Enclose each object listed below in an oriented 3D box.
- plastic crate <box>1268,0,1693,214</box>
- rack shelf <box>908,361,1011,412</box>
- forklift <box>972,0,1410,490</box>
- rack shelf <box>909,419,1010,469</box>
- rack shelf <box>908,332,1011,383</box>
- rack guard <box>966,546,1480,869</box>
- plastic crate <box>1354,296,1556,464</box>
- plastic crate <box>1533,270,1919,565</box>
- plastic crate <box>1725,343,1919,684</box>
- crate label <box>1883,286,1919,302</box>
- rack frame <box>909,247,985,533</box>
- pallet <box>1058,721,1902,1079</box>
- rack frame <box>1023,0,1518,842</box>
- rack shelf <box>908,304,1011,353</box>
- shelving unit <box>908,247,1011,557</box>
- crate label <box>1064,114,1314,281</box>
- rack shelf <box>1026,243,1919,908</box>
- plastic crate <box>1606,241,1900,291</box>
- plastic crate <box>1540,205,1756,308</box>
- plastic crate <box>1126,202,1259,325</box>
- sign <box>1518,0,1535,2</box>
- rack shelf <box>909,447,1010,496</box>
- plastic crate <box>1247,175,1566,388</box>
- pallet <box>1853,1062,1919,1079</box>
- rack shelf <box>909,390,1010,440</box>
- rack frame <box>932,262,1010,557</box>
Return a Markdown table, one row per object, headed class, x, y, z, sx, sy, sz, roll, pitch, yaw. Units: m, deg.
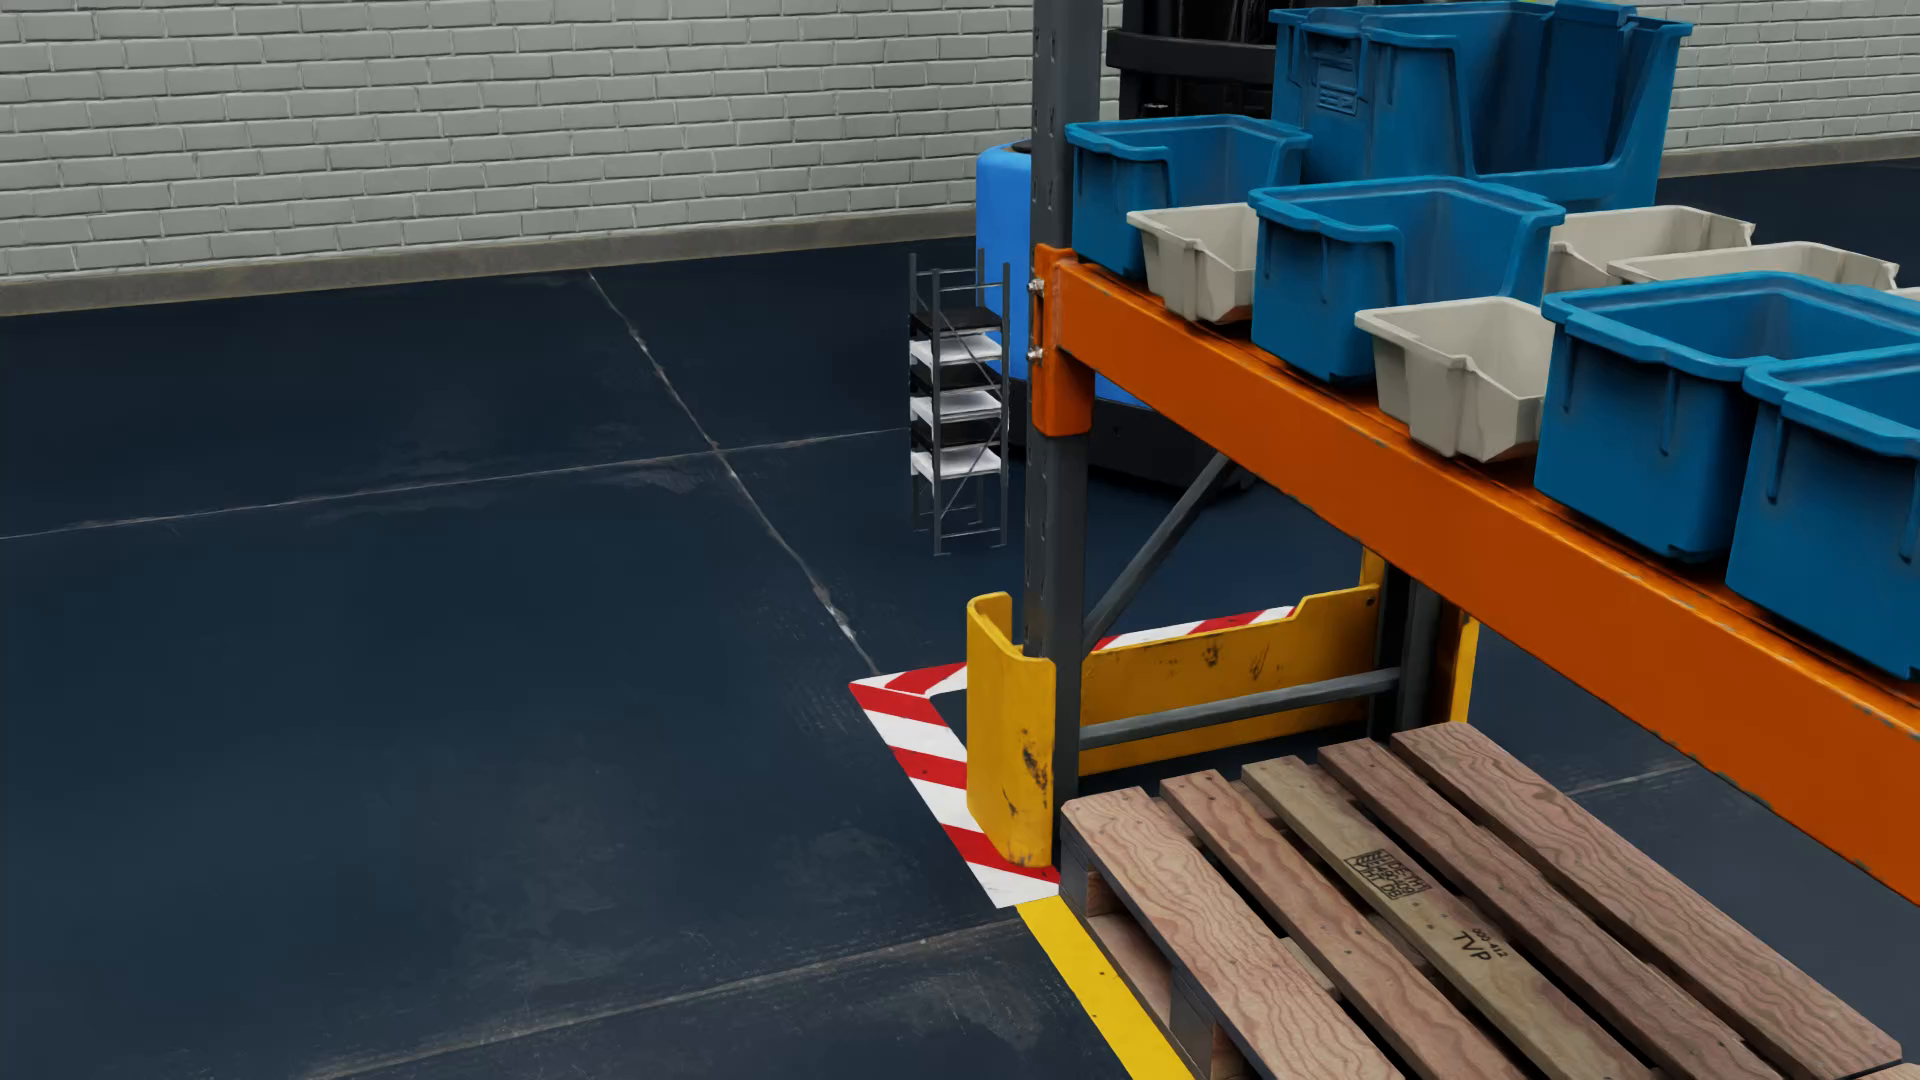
| class | x | y | z | sx | sy | sz | roll | pitch | yaw |
| --- | --- | --- | --- | --- | --- | --- | --- | --- | --- |
| plastic crate | 0.917 | -0.751 | 3.048 | 0.616 | 0.435 | 0.499 | -8 | 24 | -19 |
| rack shelf | -0.003 | -0.470 | 5.060 | 0.258 | 0.077 | 0.200 | -8 | 24 | -19 |
| forklift | 1.343 | -2.017 | 6.261 | 1.130 | 2.935 | 3.031 | 17 | 28 | 35 |
| rack shelf | -0.003 | -0.304 | 5.130 | 0.258 | 0.077 | 0.200 | -8 | 24 | -19 |
| rack shelf | -0.003 | -0.553 | 5.025 | 0.258 | 0.077 | 0.200 | -8 | 24 | -19 |
| rack guard | 0.603 | 0.341 | 3.796 | 1.175 | 0.500 | 0.348 | -8 | 24 | -19 |
| plastic crate | 0.679 | -0.200 | 2.126 | 0.250 | 0.136 | 0.298 | -8 | 24 | -19 |
| plastic crate | 0.868 | -0.141 | 1.860 | 0.416 | 0.233 | 0.300 | -8 | 24 | -19 |
| plastic crate | 0.974 | -0.032 | 1.601 | 0.416 | 0.233 | 0.300 | -8 | 24 | -19 |
| crate label | 1.292 | -0.233 | 2.203 | 0.396 | 0.136 | 0.243 | -8 | 24 | -19 |
| rack frame | -0.039 | -0.455 | 5.170 | 0.240 | 0.900 | 0.006 | -8 | 24 | -19 |
| pallet | 0.879 | 0.786 | 3.112 | 1.003 | 0.211 | 1.213 | -8 | 24 | -19 |
| rack frame | 0.624 | -0.804 | 3.294 | 1.000 | 3.000 | 0.127 | -8 | 24 | -19 |
| rack shelf | -0.003 | -0.636 | 4.990 | 0.258 | 0.077 | 0.200 | -8 | 24 | -19 |
| shelving unit | -0.003 | -0.418 | 5.082 | 0.258 | 0.900 | 0.210 | -8 | 24 | -19 |
| crate label | 0.403 | -0.619 | 2.995 | 0.416 | 0.233 | 0.303 | -8 | 24 | -19 |
| rack shelf | 1.331 | 0.255 | 1.710 | 1.077 | 0.370 | 4.000 | -8 | 24 | -19 |
| plastic crate | 1.170 | -0.331 | 2.435 | 0.396 | 0.136 | 0.243 | -8 | 24 | -19 |
| plastic crate | 1.081 | -0.438 | 2.690 | 0.396 | 0.136 | 0.243 | -8 | 24 | -19 |
| plastic crate | 0.439 | -0.447 | 2.710 | 0.250 | 0.136 | 0.298 | -8 | 24 | -19 |
| sign | 1.133 | -0.960 | 3.456 | 0.100 | 0.325 | 0.005 | -8 | 24 | -19 |
| rack shelf | -0.003 | -0.221 | 5.165 | 0.258 | 0.077 | 0.200 | -8 | 24 | -19 |
| plastic crate | 0.636 | -0.380 | 2.428 | 0.416 | 0.233 | 0.300 | -8 | 24 | -19 |
| pallet | 1.306 | 1.229 | 2.062 | 1.003 | 0.211 | 1.213 | -8 | 24 | -19 |
| rack shelf | -0.003 | -0.387 | 5.095 | 0.258 | 0.077 | 0.200 | -8 | 24 | -19 |
| rack frame | 0.033 | -0.381 | 4.995 | 0.240 | 0.900 | 0.006 | -8 | 24 | -19 |
